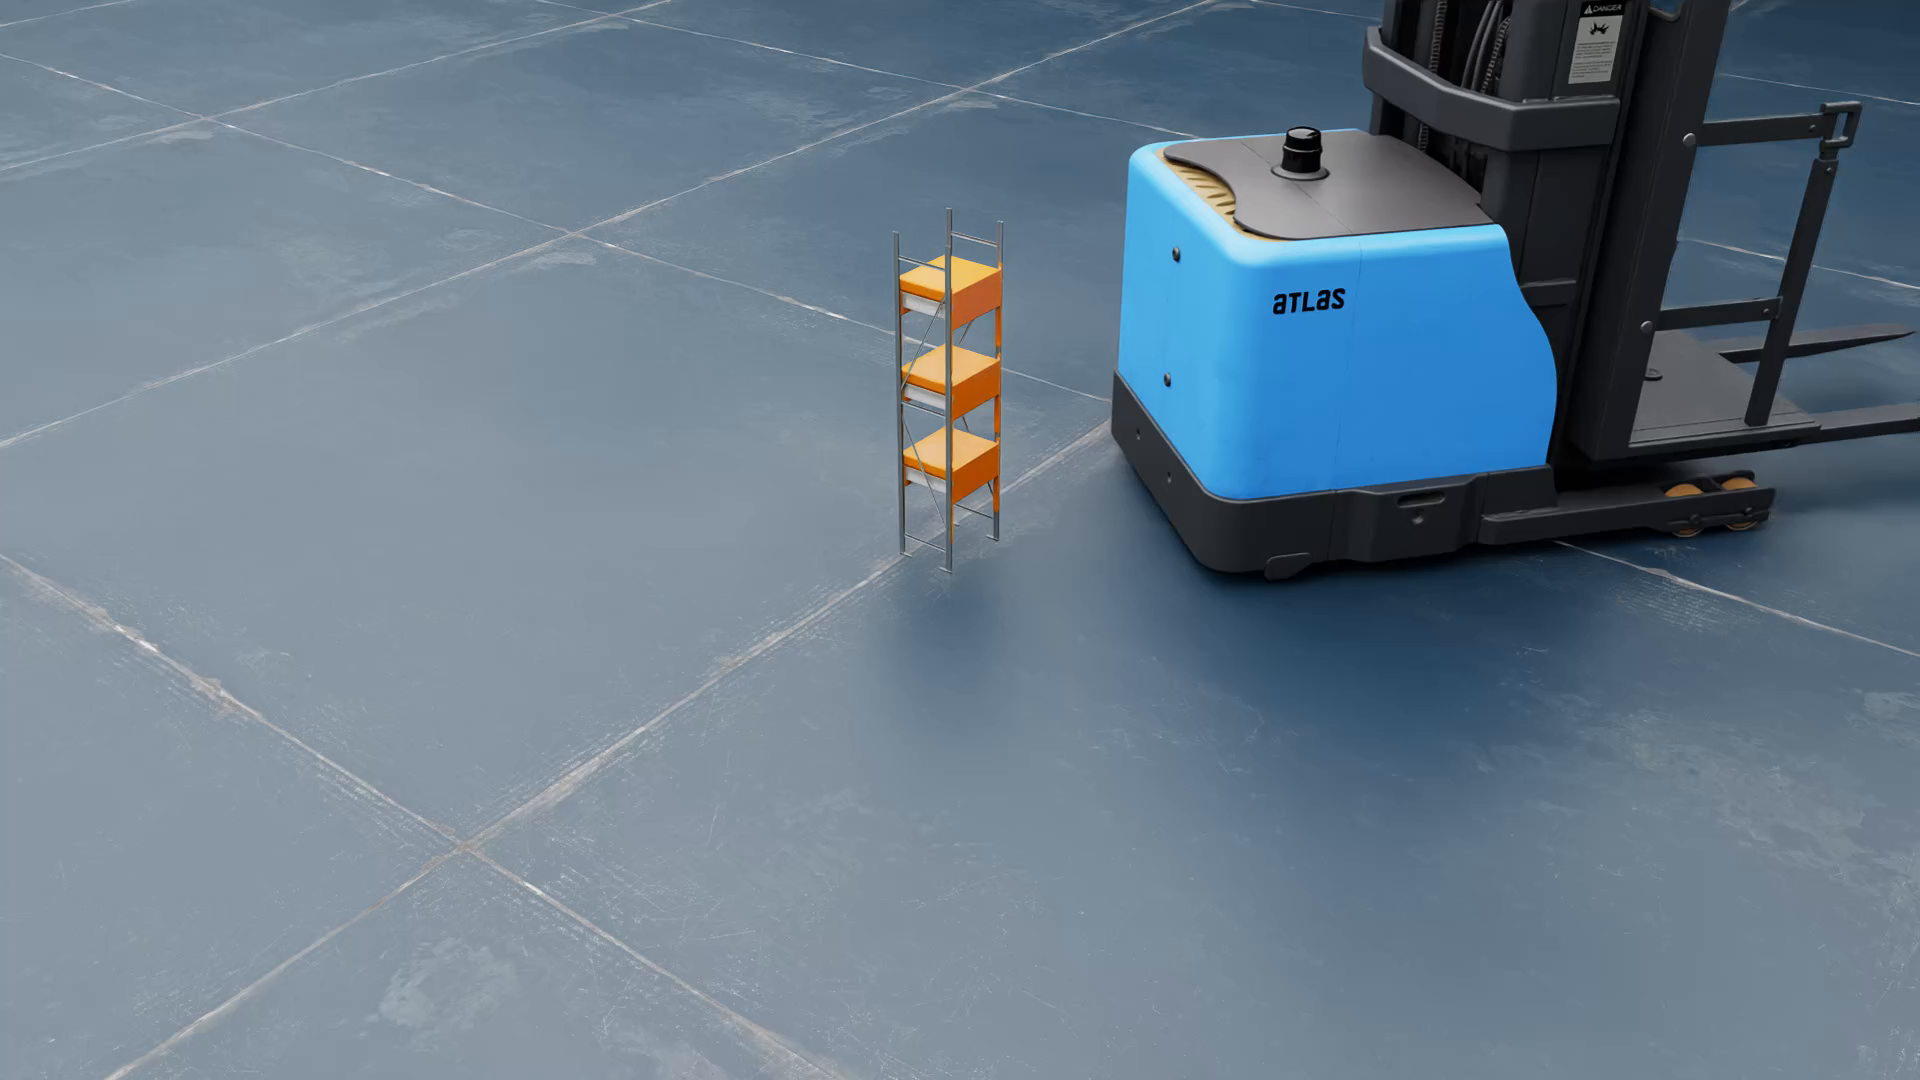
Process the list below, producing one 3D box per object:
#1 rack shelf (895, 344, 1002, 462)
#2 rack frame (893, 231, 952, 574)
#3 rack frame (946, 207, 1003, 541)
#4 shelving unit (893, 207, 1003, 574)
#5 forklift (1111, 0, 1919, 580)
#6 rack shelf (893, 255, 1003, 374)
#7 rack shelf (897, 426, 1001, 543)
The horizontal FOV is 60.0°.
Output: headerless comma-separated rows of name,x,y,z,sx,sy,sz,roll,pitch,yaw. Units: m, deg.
rack shelf,-0.032,-0.421,4.951,0.215,0.259,0.240,21,37,31
rack frame,-0.106,-0.380,4.862,0.200,1.050,0.008,21,37,31
rack frame,0.041,-0.479,5.029,0.200,1.050,0.008,21,37,31
shelving unit,-0.032,-0.430,4.946,0.215,1.050,0.252,21,37,31
forklift,2.093,-1.525,4.948,3.031,2.935,1.130,-7,31,-11
rack shelf,-0.032,-0.665,4.806,0.215,0.259,0.240,21,37,31
rack shelf,-0.032,-0.182,5.093,0.215,0.259,0.240,21,37,31
